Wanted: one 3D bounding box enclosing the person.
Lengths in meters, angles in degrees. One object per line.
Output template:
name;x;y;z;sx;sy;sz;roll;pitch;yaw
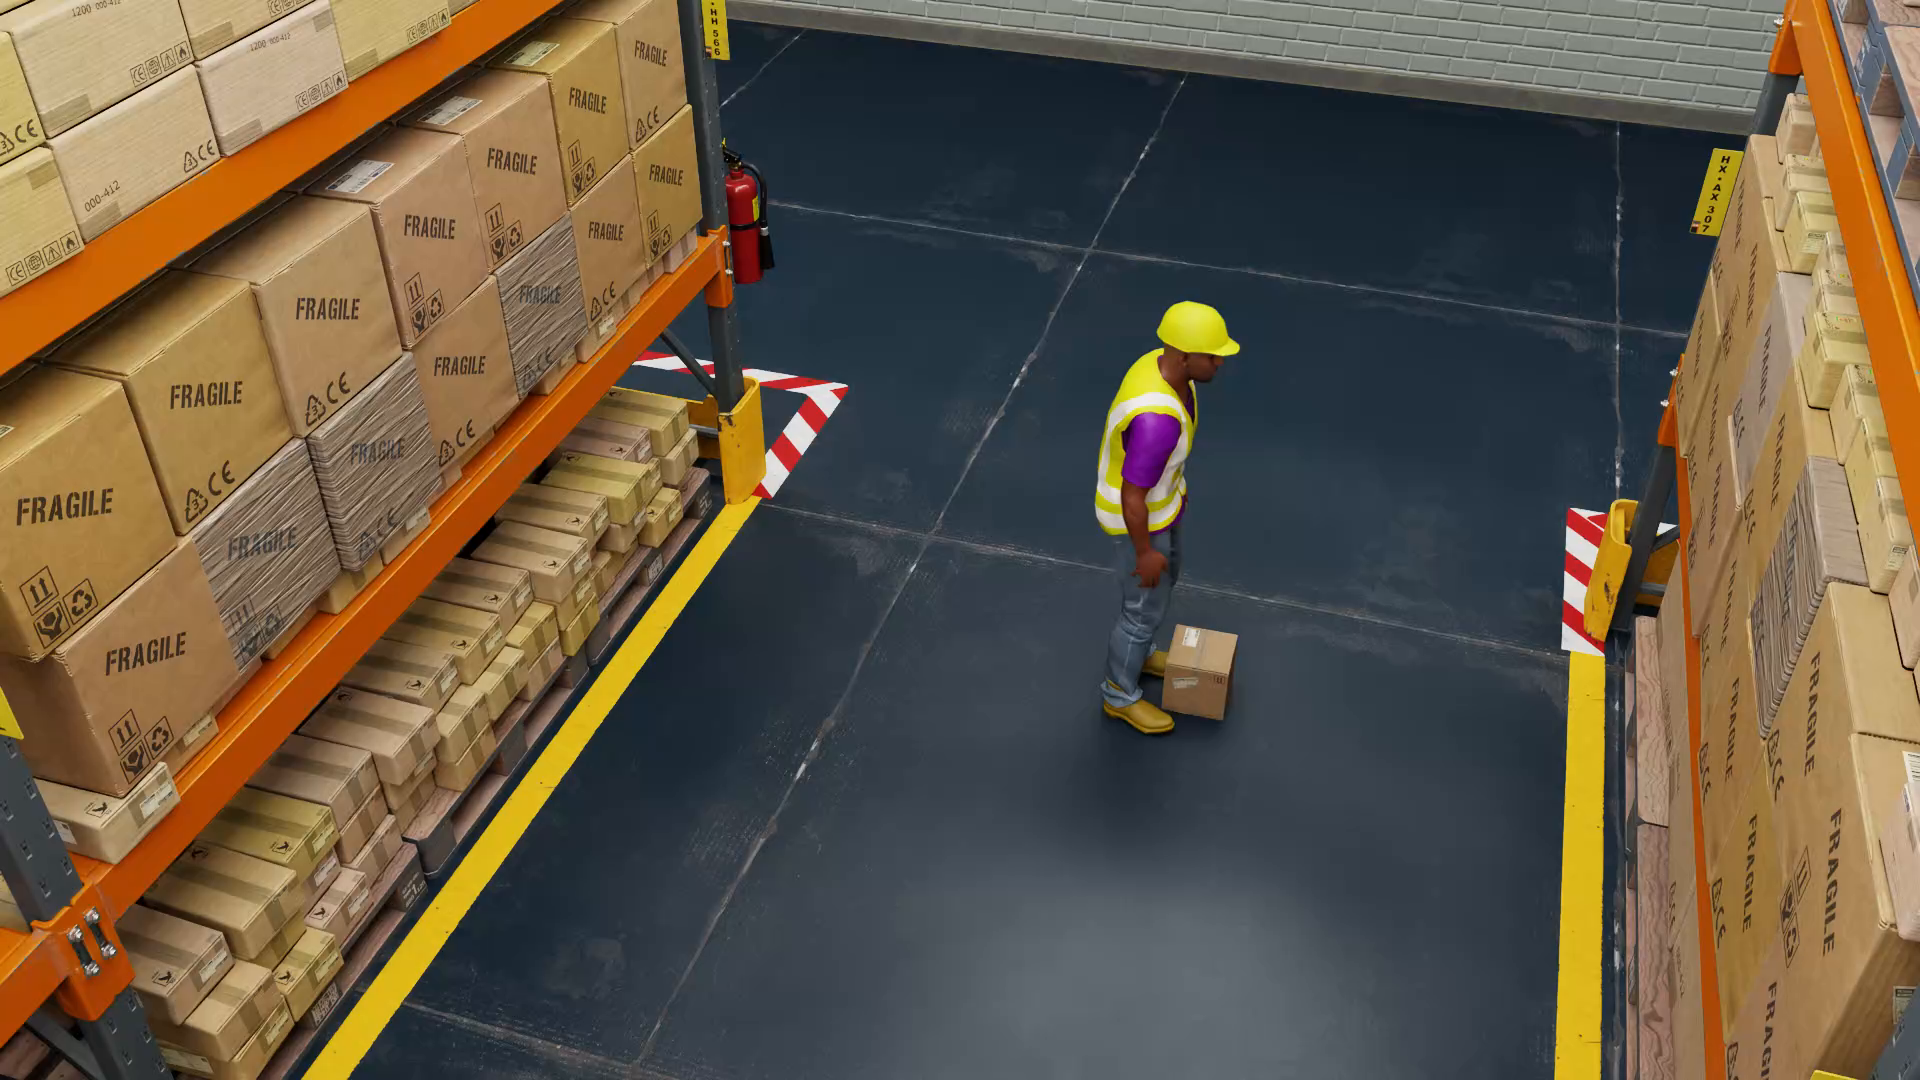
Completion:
person;0.747;-0.106;6.277;0.463;1.760;0.634;10;38;13
